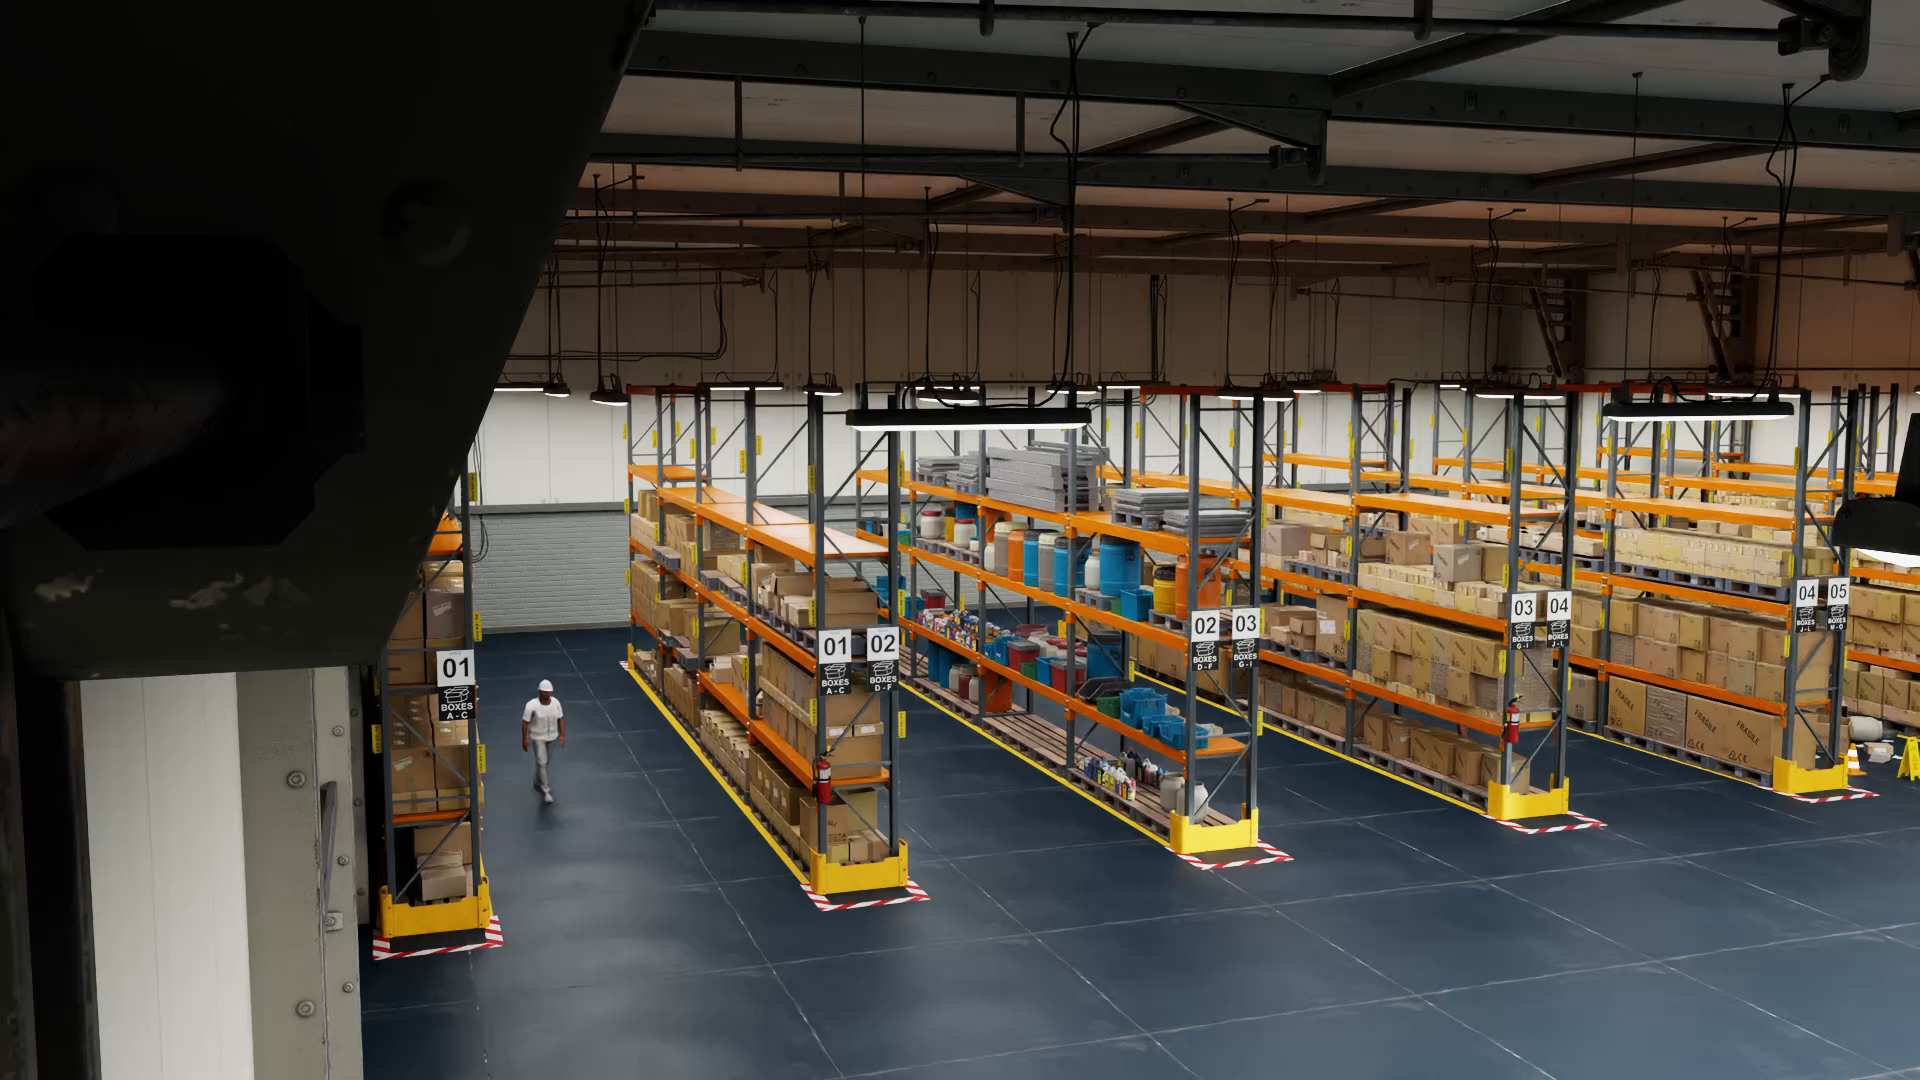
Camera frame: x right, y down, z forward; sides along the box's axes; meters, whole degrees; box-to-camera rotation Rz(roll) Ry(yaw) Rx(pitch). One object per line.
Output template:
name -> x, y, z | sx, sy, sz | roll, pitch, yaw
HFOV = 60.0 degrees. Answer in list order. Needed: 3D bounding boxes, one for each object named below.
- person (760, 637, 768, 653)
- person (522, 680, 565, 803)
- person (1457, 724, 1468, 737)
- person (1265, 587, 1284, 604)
person -> -4.165, 1.741, 36.259 | 0.462, 1.761, 0.596 | -4, 7, -36
person -> -6.103, 2.919, 24.511 | 0.951, 1.720, 0.592 | 6, 8, 45
person -> 8.363, 2.670, 27.437 | 0.492, 1.682, 0.681 | -1, 6, -9
person -> 7.966, 1.197, 42.076 | 0.819, 1.564, 0.418 | -2, 6, -23
